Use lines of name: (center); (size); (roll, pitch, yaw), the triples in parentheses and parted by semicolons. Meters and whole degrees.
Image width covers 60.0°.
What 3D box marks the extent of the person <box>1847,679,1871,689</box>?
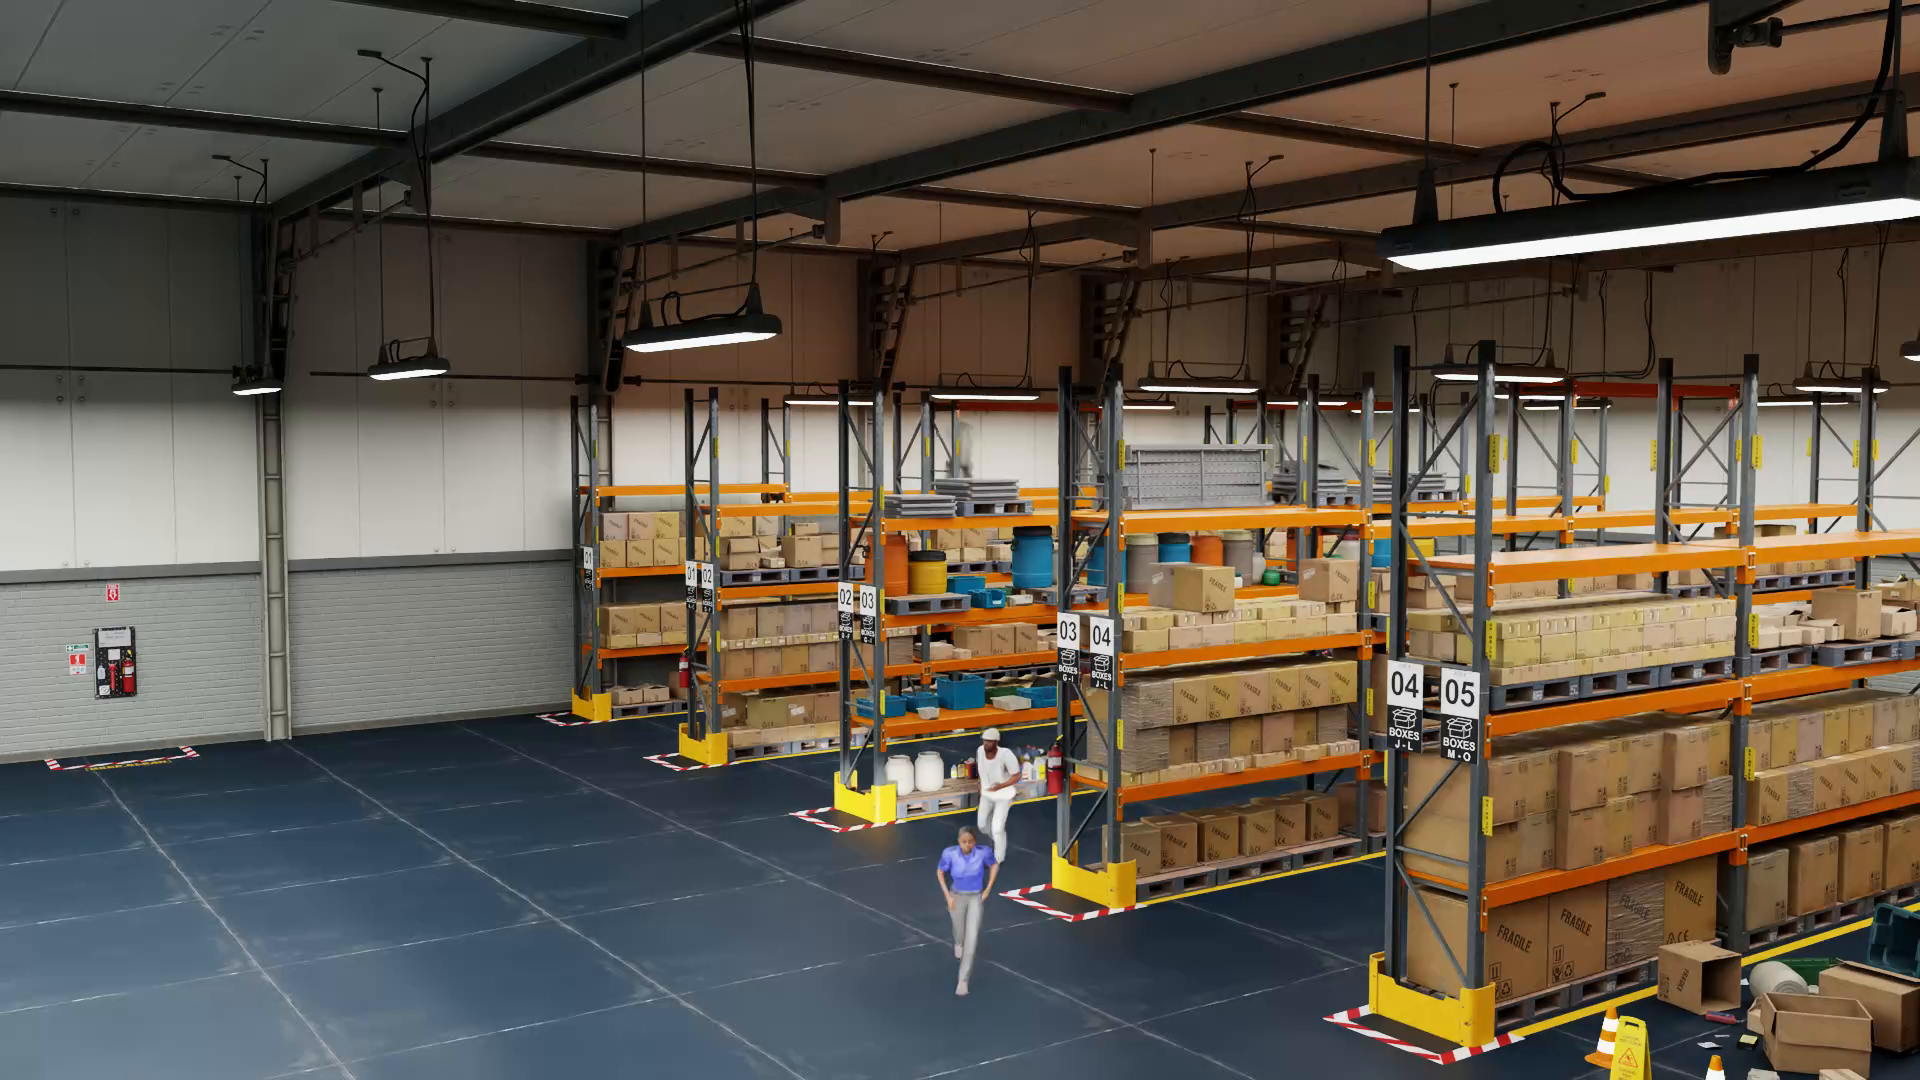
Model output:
person: (16.223, 2.589, 30.253); (0.751, 1.545, 1.076); (0, 3, -5)

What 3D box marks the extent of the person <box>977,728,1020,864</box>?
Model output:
person: (0.427, 3.100, 20.109); (0.672, 1.697, 0.645); (2, 4, 29)

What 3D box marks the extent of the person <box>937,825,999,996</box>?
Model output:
person: (0.065, 3.450, 15.853); (0.588, 1.600, 0.911); (0, 3, -6)
